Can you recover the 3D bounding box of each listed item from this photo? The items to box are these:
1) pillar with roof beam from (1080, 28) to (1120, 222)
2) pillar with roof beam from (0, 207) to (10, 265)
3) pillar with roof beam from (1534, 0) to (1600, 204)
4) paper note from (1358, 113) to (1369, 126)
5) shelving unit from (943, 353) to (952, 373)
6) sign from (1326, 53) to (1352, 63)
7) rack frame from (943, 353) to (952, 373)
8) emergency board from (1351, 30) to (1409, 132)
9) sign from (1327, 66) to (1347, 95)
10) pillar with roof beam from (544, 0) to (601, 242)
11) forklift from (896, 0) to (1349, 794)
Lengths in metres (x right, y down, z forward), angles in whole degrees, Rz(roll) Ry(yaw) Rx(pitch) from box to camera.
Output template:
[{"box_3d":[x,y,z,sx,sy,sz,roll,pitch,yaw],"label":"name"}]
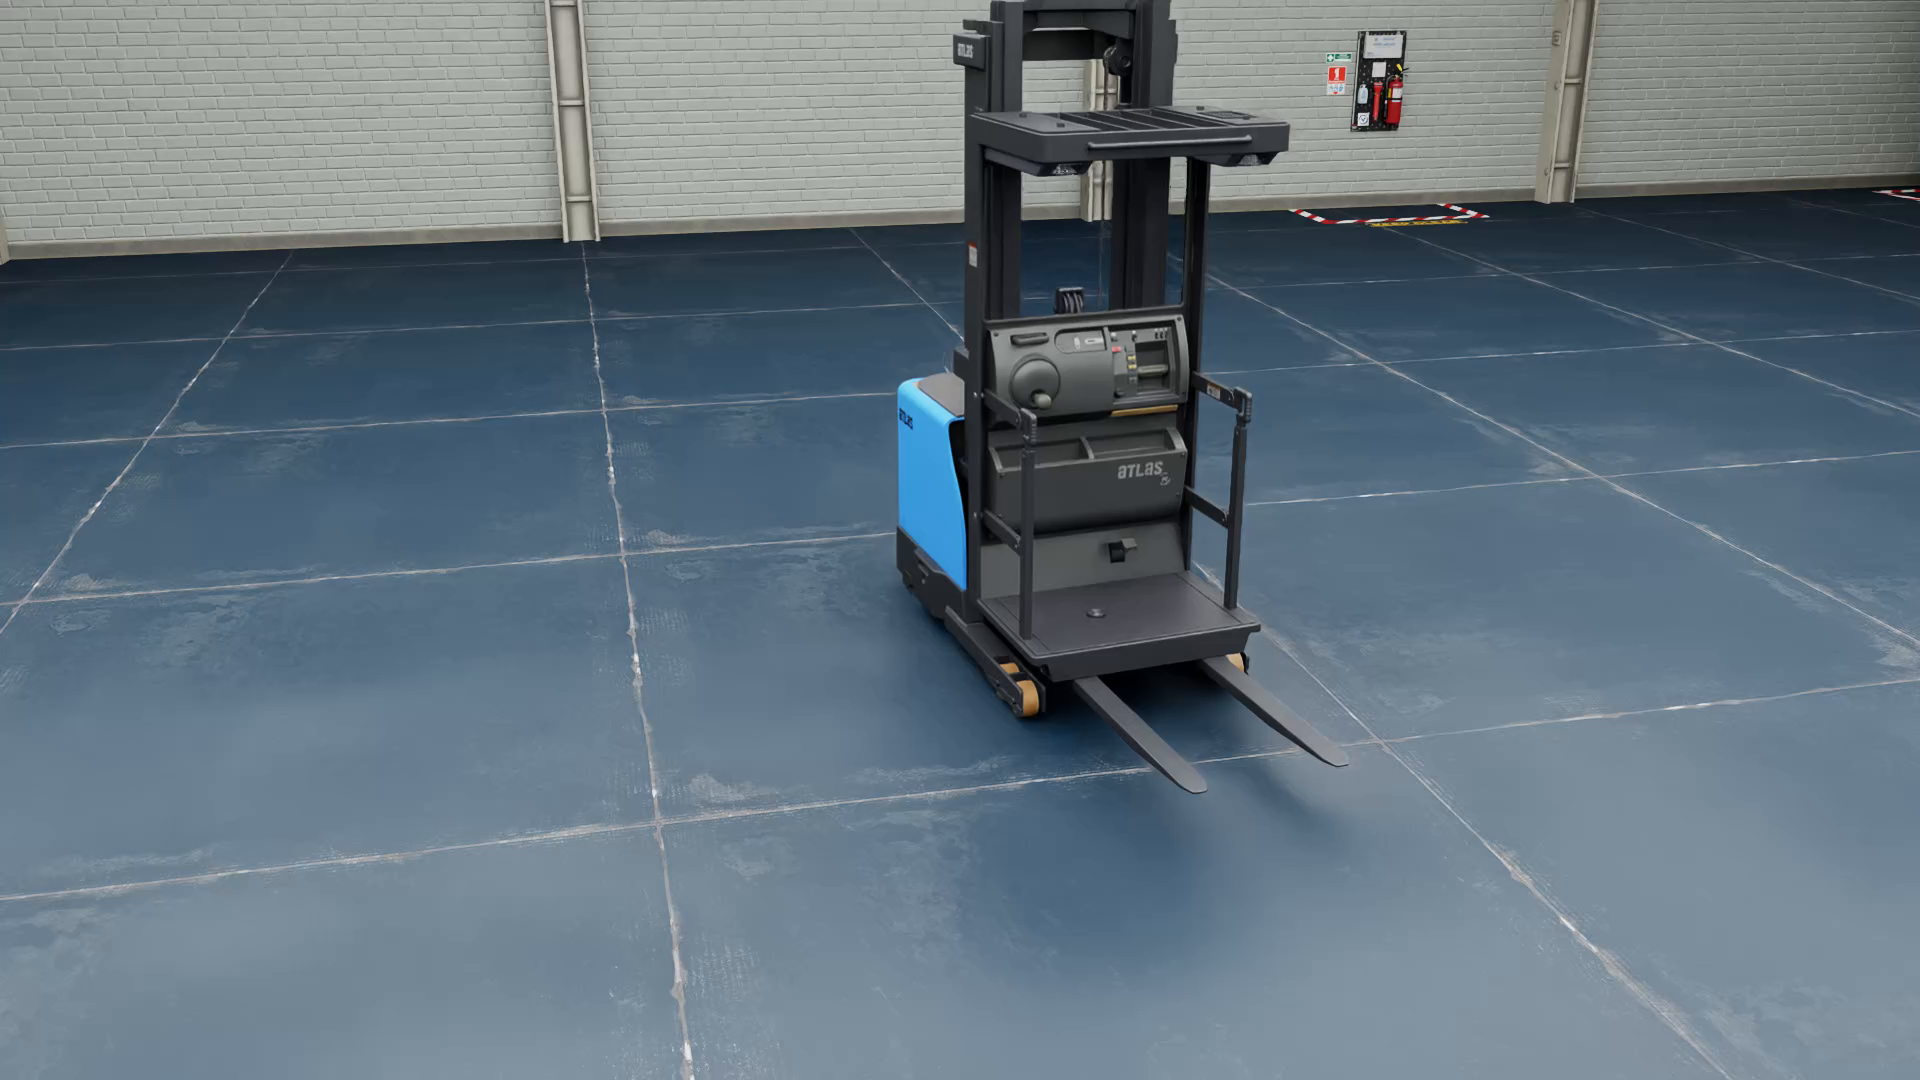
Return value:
[{"box_3d":[2.644,-6.587,14.215,0.400,9.000,9.100,-5,21,-12],"label":"pillar with roof beam"},{"box_3d":[-9.034,-5.638,11.622,0.400,9.000,9.100,-5,21,-12],"label":"pillar with roof beam"},{"box_3d":[8.483,-7.062,15.511,0.400,9.000,9.100,-5,21,-12],"label":"pillar with roof beam"},{"box_3d":[4.891,-5.099,20.154,0.142,0.148,0.016,-5,21,-12],"label":"paper note"},{"box_3d":[0.052,-0.497,9.146,0.252,1.050,0.215,-5,21,-12],"label":"shelving unit"},{"box_3d":[4.523,-5.757,19.848,0.331,0.109,0.001,-5,21,-12],"label":"sign"},{"box_3d":[-0.067,-0.488,9.119,0.008,1.050,0.200,-5,21,-12],"label":"rack frame"},{"box_3d":[5.079,-5.504,19.978,0.643,1.169,0.194,-5,21,-12],"label":"emergency board"},{"box_3d":[4.517,-5.511,19.947,0.234,0.329,0.001,-5,21,-12],"label":"sign"},{"box_3d":[-3.195,-6.113,12.918,0.400,9.000,9.100,-5,21,-12],"label":"pillar with roof beam"},{"box_3d":[0.653,-0.764,7.138,1.130,2.935,3.031,-7,21,-19],"label":"forklift"}]
